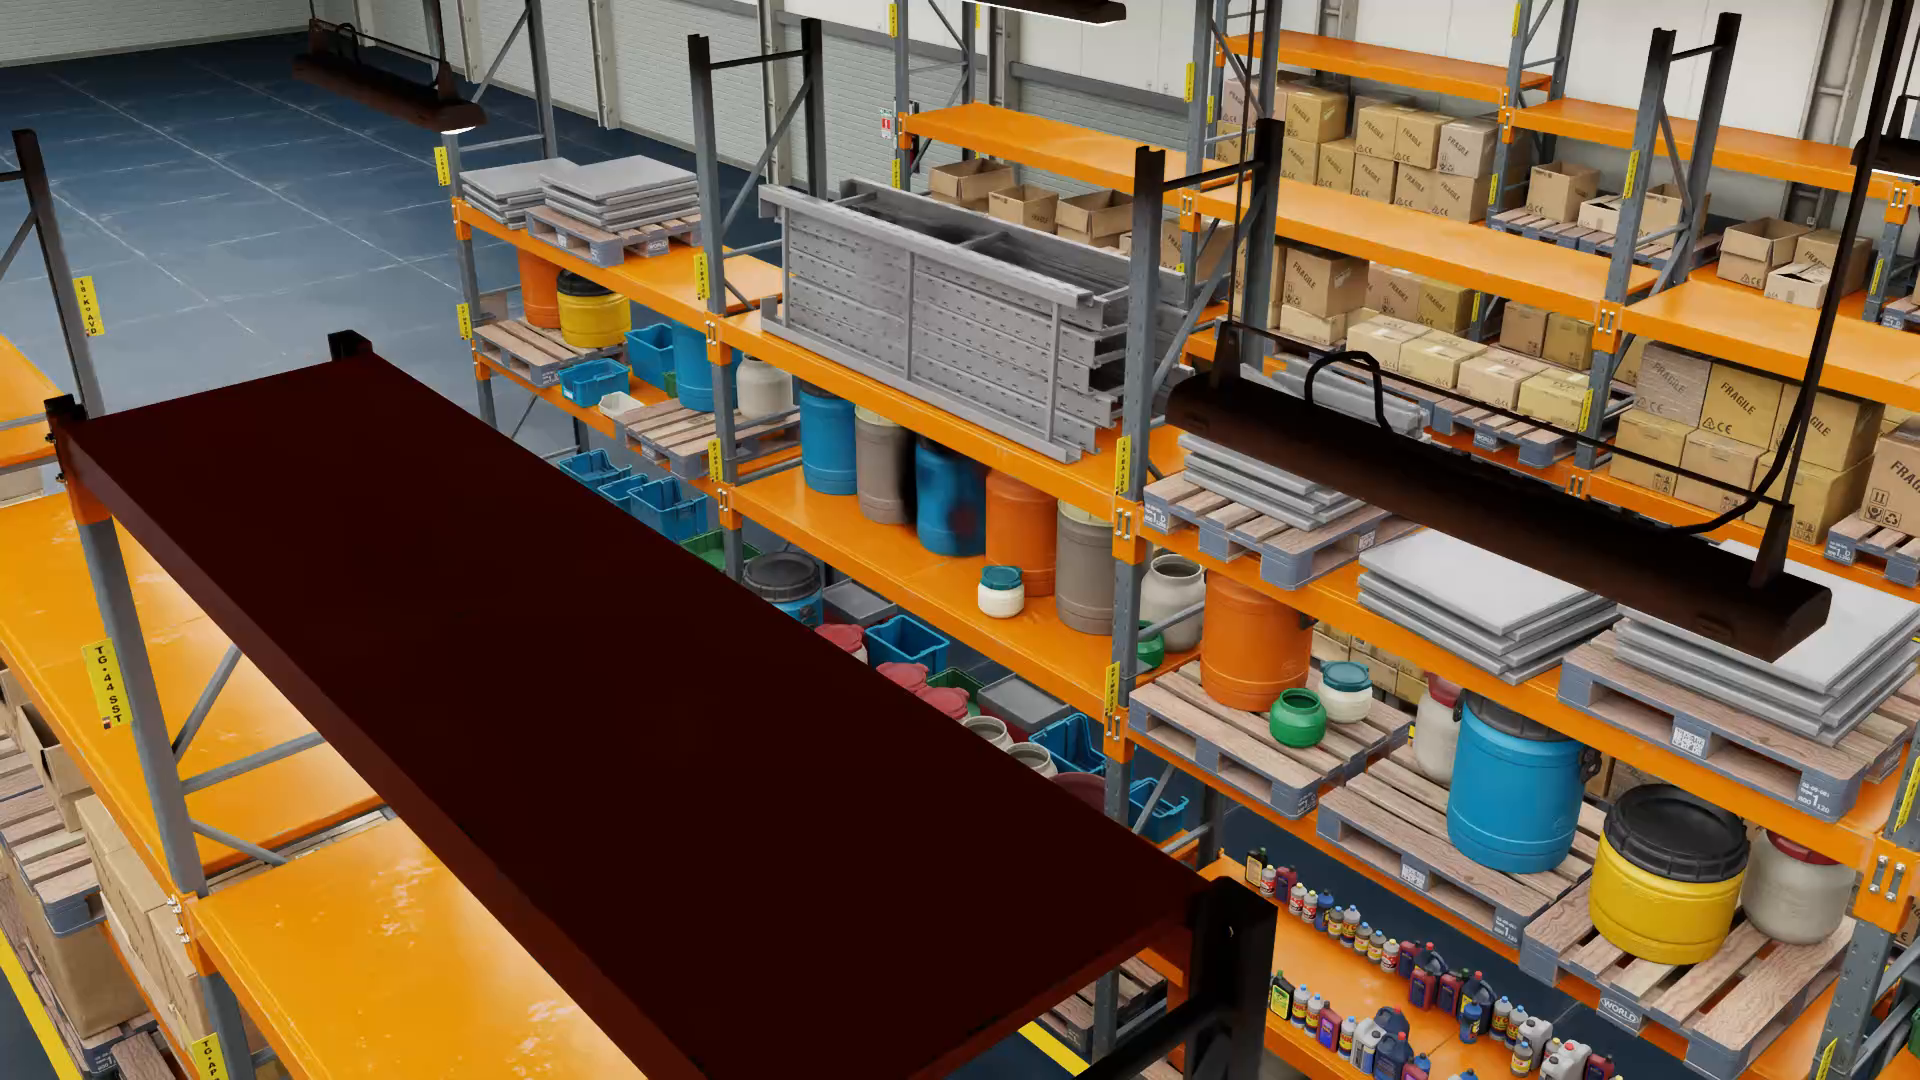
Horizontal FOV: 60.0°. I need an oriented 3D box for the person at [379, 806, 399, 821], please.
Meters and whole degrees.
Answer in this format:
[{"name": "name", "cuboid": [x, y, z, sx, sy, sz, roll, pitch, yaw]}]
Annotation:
[{"name": "person", "cuboid": [-4.577, 1.556, 12.795, 0.544, 1.535, 0.901, -24, 36, -39]}]
